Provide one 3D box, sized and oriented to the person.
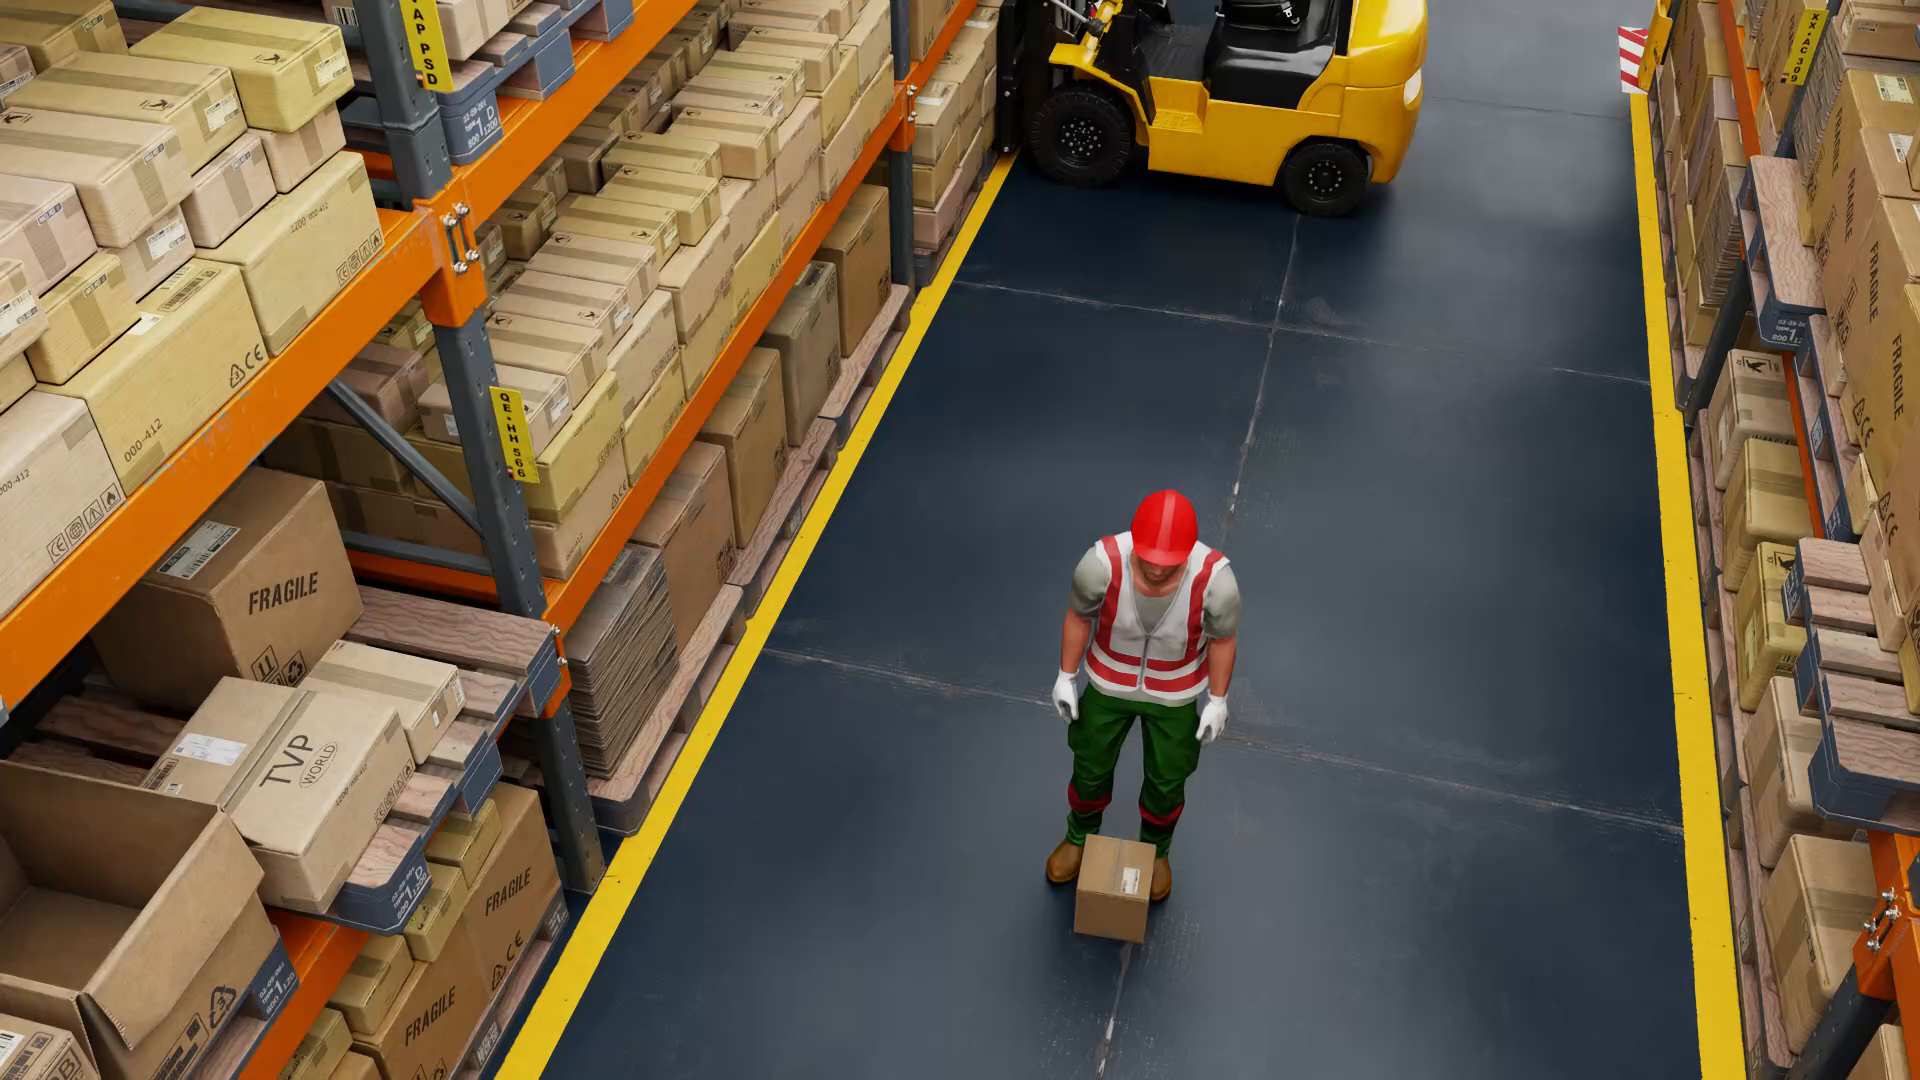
[{"bbox_3d":[0.606,0.511,5.552,0.595,1.778,0.449,8,41,10],"label":"person"}]
